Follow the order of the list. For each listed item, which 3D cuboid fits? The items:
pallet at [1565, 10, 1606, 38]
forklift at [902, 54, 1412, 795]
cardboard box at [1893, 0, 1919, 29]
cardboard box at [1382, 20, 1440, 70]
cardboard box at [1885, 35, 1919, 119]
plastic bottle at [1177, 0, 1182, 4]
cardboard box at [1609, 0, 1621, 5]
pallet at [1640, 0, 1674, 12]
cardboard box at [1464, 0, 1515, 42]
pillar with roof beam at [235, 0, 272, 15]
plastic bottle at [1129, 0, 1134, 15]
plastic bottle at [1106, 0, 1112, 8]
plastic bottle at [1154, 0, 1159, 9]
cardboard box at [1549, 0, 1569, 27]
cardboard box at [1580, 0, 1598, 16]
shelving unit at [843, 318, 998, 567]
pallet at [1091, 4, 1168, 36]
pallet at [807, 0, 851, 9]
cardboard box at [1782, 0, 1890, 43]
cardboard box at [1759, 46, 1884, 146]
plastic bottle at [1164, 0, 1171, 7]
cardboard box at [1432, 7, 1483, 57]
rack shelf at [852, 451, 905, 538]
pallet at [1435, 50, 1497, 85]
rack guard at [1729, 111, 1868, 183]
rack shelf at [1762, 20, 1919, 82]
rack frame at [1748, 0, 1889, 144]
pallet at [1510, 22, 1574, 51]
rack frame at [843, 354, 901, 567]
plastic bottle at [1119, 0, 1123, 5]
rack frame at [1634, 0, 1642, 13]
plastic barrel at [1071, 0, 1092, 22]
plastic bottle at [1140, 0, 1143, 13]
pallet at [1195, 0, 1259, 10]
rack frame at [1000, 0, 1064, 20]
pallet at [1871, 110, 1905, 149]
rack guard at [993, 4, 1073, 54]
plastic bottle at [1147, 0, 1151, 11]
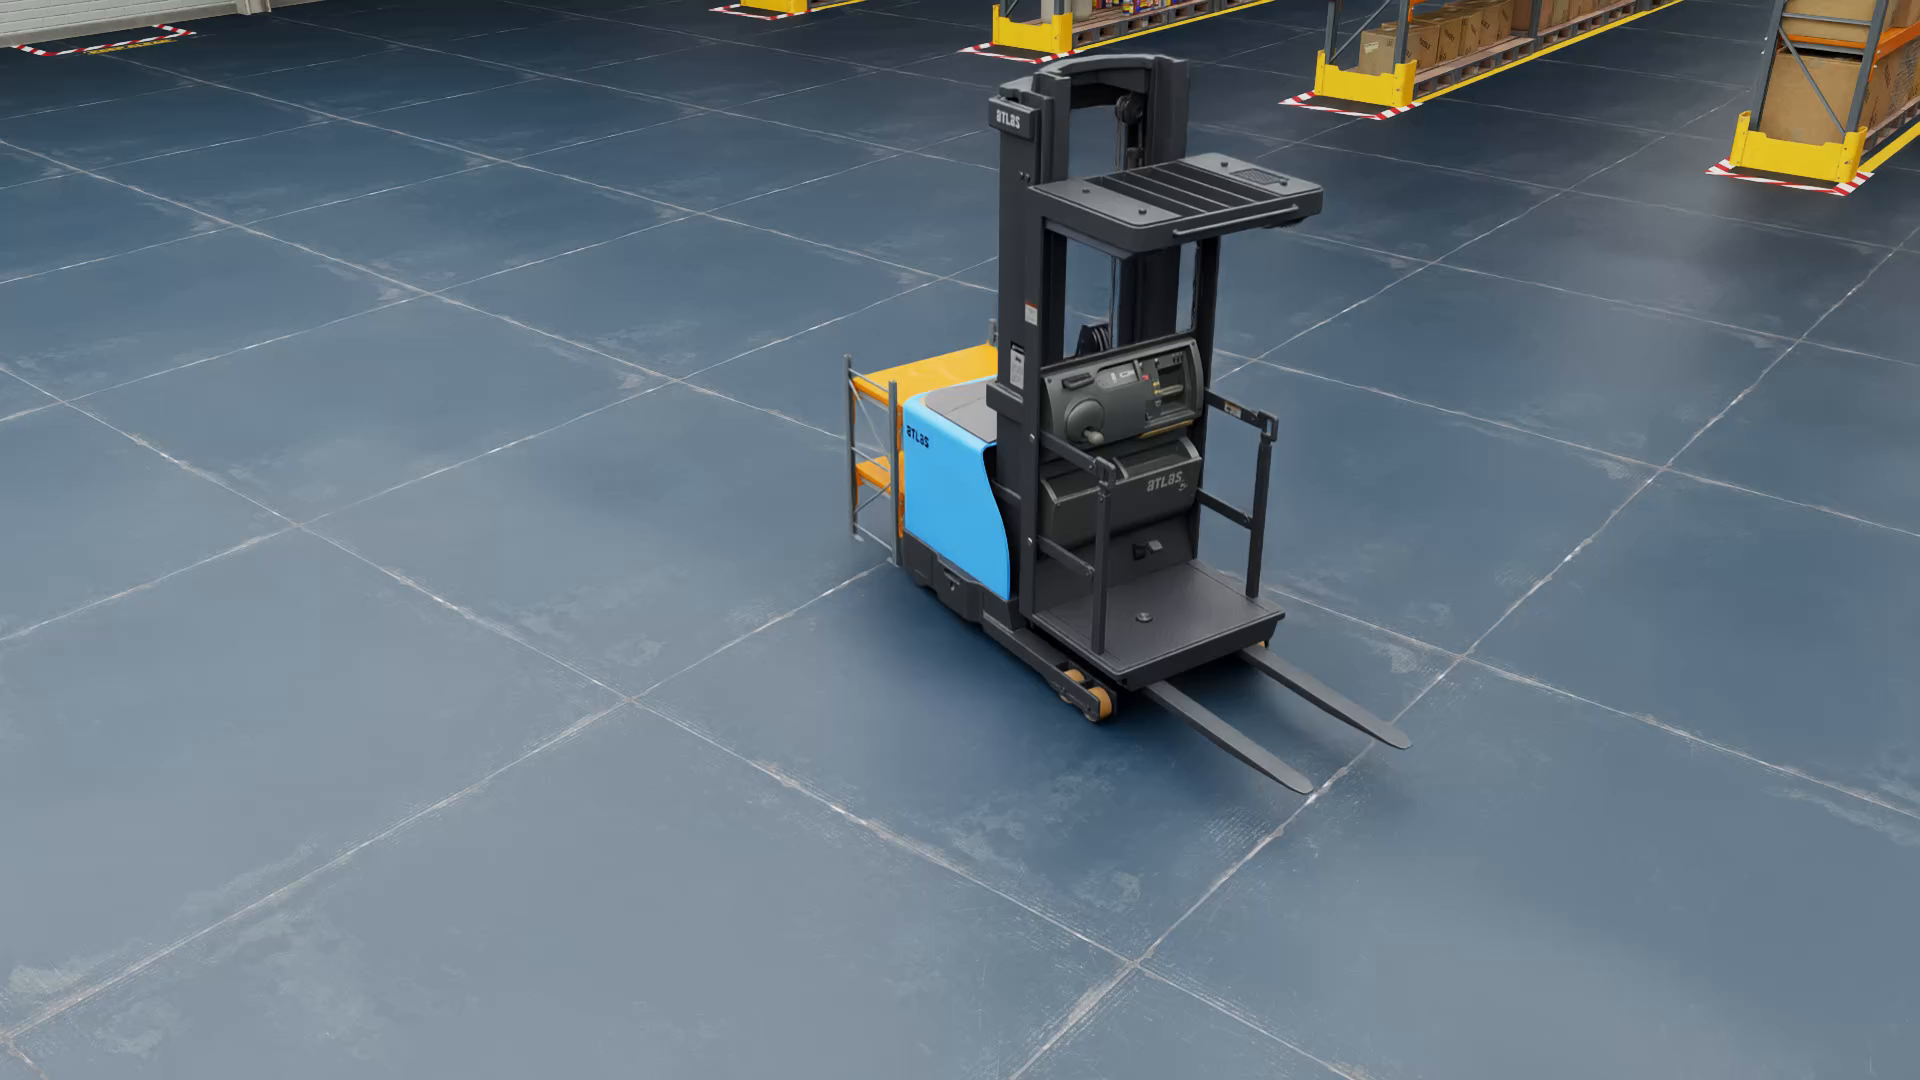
[{"bbox_3d":[8.611,-7.515,24.046,1.003,0.211,1.213,21,34,34],"label":"pallet"},{"bbox_3d":[0.917,-0.673,7.861,1.130,2.935,3.031,-17,32,-30],"label":"forklift"},{"bbox_3d":[9.547,-5.713,17.366,0.875,0.550,0.550,21,34,34],"label":"cardboard box"},{"bbox_3d":[5.560,-6.139,20.615,0.500,0.500,0.500,-18,32,-31],"label":"cardboard box"},{"bbox_3d":[10.079,-5.276,18.540,0.875,0.875,0.875,21,34,35],"label":"cardboard box"},{"bbox_3d":[3.210,-8.128,24.601,0.144,0.351,0.185,19,33,32],"label":"plastic bottle"},{"bbox_3d":[9.474,-8.302,24.775,0.700,0.500,0.500,19,33,32],"label":"cardboard box"},{"bbox_3d":[10.445,-8.479,25.911,1.003,0.211,1.213,21,34,34],"label":"pallet"},{"bbox_3d":[7.056,-6.988,22.258,0.500,0.500,0.500,20,33,33],"label":"cardboard box"},{"bbox_3d":[-7.387,-10.747,20.731,9.100,9.000,0.400,21,34,34],"label":"pillar with roof beam"},{"bbox_3d":[2.434,-7.612,23.767,0.097,0.201,0.097,0,27,0],"label":"plastic bottle"},{"bbox_3d":[2.182,-7.904,24.331,0.097,0.201,0.097,0,27,0],"label":"plastic bottle"},{"bbox_3d":[2.844,-7.841,24.209,0.097,0.201,0.097,0,27,0],"label":"plastic bottle"},{"bbox_3d":[8.066,-7.502,23.229,0.700,0.500,0.500,21,34,34],"label":"cardboard box"},{"bbox_3d":[8.776,-7.899,23.996,0.700,0.500,0.500,24,36,38],"label":"cardboard box"},{"bbox_3d":[-0.083,-0.580,9.646,1.048,1.125,0.538,-18,32,-31],"label":"shelving unit"},{"bbox_3d":[2.284,-7.591,24.193,1.003,0.211,1.213,21,34,34],"label":"pallet"},{"bbox_3d":[-2.391,-8.565,26.077,1.003,0.211,1.213,21,34,34],"label":"pallet"},{"bbox_3d":[8.761,-5.350,16.664,0.875,0.550,0.550,21,34,34],"label":"cardboard box"},{"bbox_3d":[8.940,-4.641,17.312,0.875,0.875,0.875,21,34,35],"label":"cardboard box"},{"bbox_3d":[3.004,-8.013,24.380,0.144,0.351,0.185,21,34,34],"label":"plastic bottle"},{"bbox_3d":[6.363,-6.540,21.391,0.500,0.500,0.500,17,32,30],"label":"cardboard box"},{"bbox_3d":[-0.083,-0.363,9.759,1.000,0.278,0.538,-18,32,-31],"label":"rack shelf"},{"bbox_3d":[6.165,-6.121,21.352,1.003,0.211,1.213,21,34,34],"label":"pallet"},{"bbox_3d":[8.544,-4.020,16.976,1.175,0.500,0.348,21,34,34],"label":"rack guard"},{"bbox_3d":[9.832,-5.528,17.954,1.077,0.370,4.000,21,34,34],"label":"rack shelf"},{"bbox_3d":[8.560,-5.139,16.418,1.000,3.000,0.127,21,34,34],"label":"rack frame"},{"bbox_3d":[7.835,-7.080,23.206,1.003,0.211,1.213,21,34,34],"label":"pallet"},{"bbox_3d":[-0.495,-0.443,9.383,0.032,1.125,0.500,-18,32,-31],"label":"rack frame"},{"bbox_3d":[2.425,-8.058,24.548,0.152,0.276,0.135,21,34,34],"label":"plastic bottle"},{"bbox_3d":[9.885,-9.460,24.773,1.000,3.000,0.127,21,34,34],"label":"rack frame"},{"bbox_3d":[1.653,-7.586,23.401,0.421,0.512,0.421,0,27,0],"label":"plastic barrel"},{"bbox_3d":[2.586,-7.728,23.915,0.097,0.271,0.097,0,27,0],"label":"plastic bottle"},{"bbox_3d":[3.988,-8.541,26.030,1.003,0.211,1.213,21,34,34],"label":"pallet"},{"bbox_3d":[0.975,-8.072,22.088,1.000,3.000,0.127,21,34,34],"label":"rack frame"},{"bbox_3d":[9.784,-4.637,18.484,1.003,0.211,1.213,21,34,34],"label":"pallet"},{"bbox_3d":[0.987,-7.002,22.741,1.175,0.500,0.348,21,34,34],"label":"rack guard"},{"bbox_3d":[2.713,-7.768,24.068,0.097,0.201,0.097,0,27,0],"label":"plastic bottle"}]
